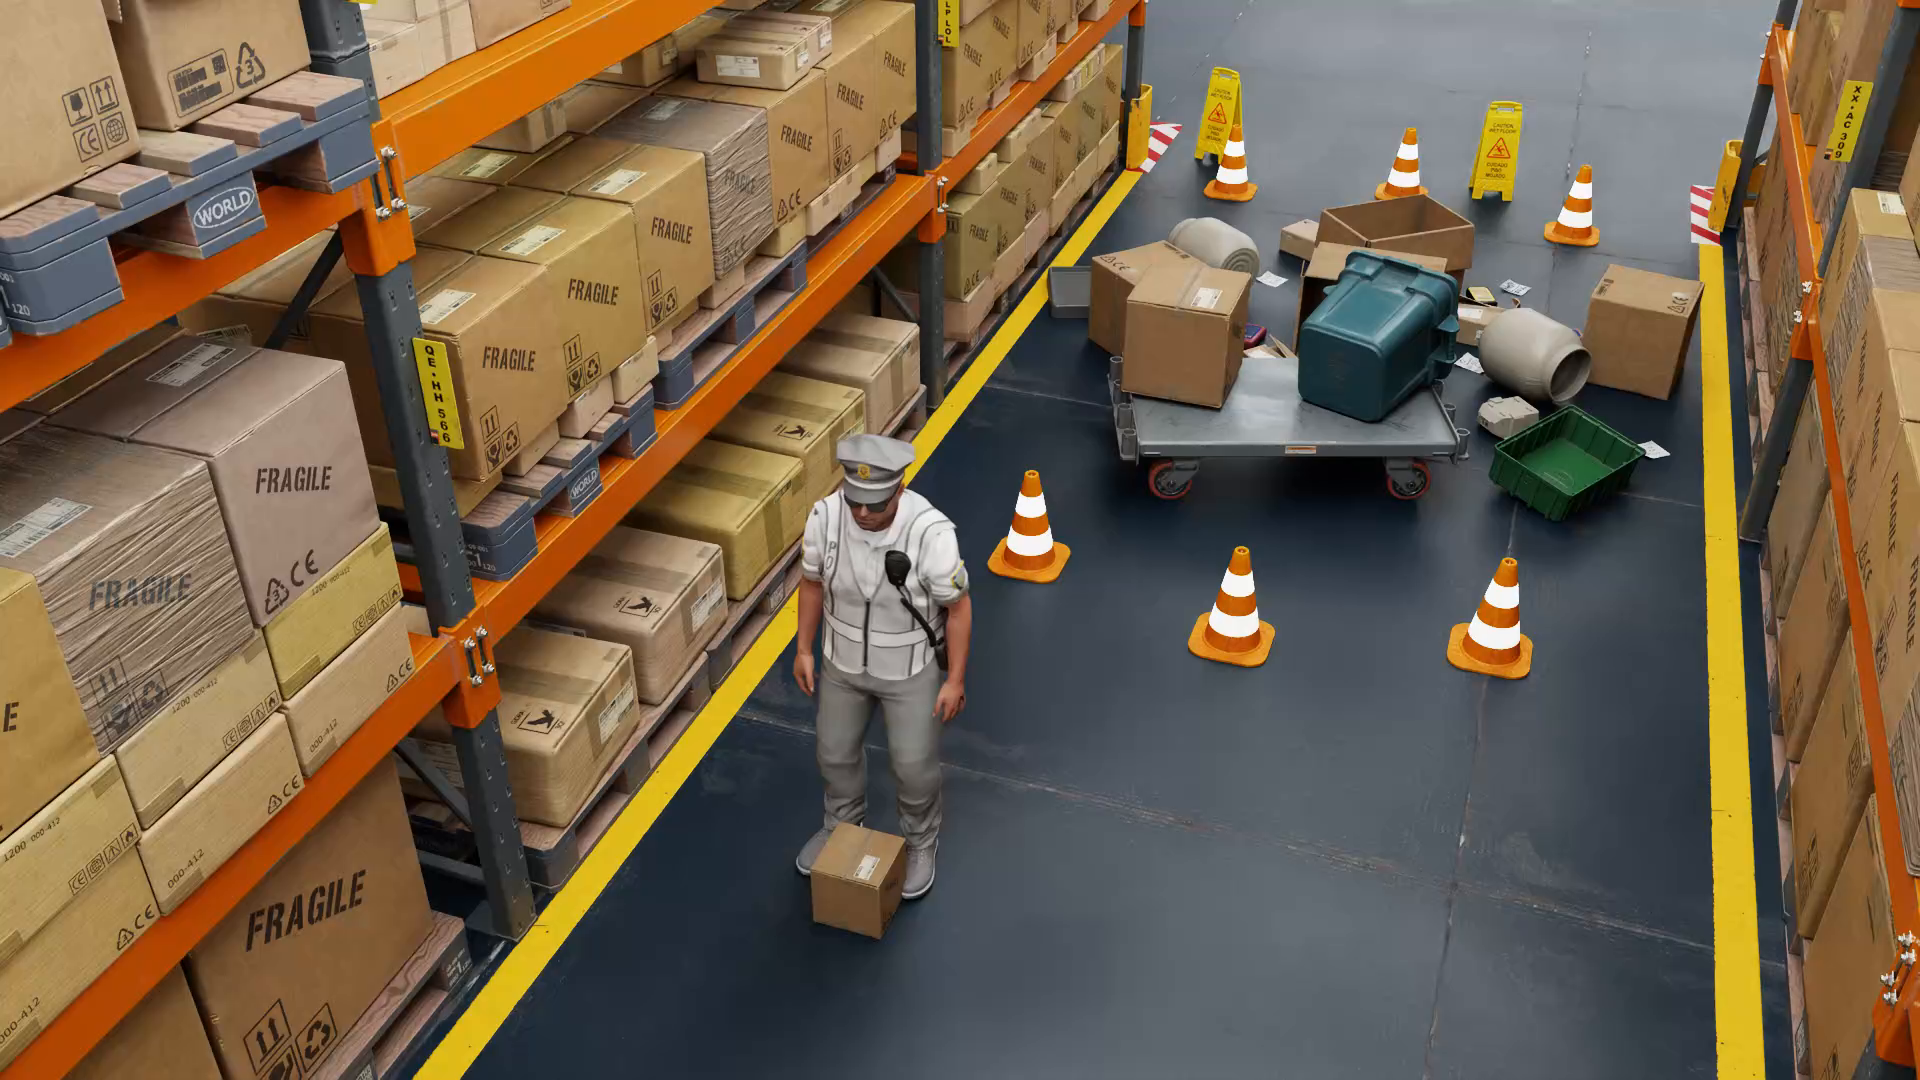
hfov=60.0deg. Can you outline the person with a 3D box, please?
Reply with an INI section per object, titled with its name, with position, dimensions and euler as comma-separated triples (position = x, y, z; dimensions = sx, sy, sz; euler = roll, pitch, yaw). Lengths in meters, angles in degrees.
[person]
position = -0.254, 0.398, 5.521
dimensions = 0.599, 1.748, 0.431
euler = 10, 34, 15
